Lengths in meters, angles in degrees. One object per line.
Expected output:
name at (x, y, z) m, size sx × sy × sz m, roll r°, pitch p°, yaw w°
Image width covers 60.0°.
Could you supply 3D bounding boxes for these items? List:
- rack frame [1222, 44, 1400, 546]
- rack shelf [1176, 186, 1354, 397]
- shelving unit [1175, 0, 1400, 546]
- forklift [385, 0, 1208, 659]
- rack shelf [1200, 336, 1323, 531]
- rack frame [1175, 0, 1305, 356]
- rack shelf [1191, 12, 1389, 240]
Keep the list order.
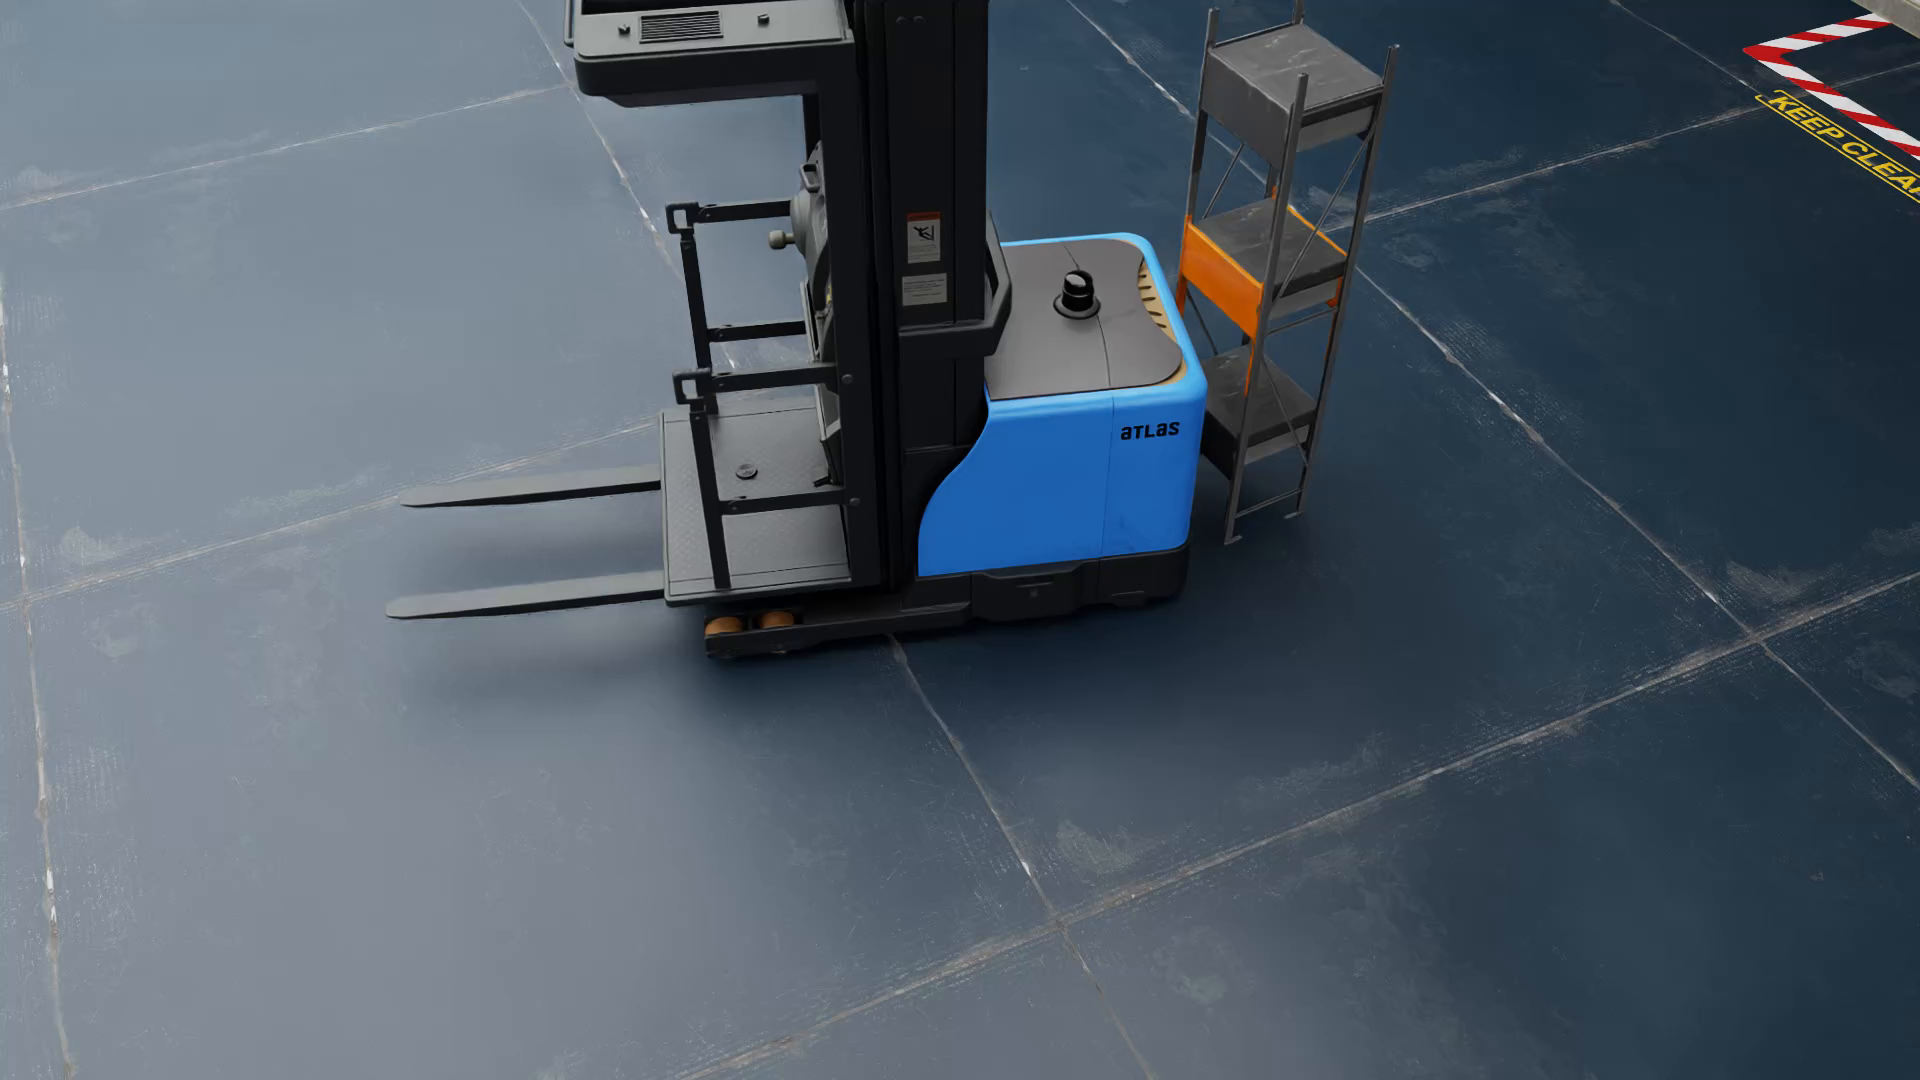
rack frame at (1.242, -0.790, 6.056) m, size 0.400 × 2.100 × 0.015 m, roll -21°, pitch 49°, yaw -20°
rack shelf at (1.124, -0.932, 6.217) m, size 0.431 × 0.518 × 0.480 m, roll -21°, pitch 49°, yaw -20°
shelving unit at (1.124, -0.942, 6.207) m, size 0.431 × 2.100 × 0.503 m, roll -21°, pitch 49°, yaw -20°
forklift at (-0.677, -0.993, 5.669) m, size 3.031 × 2.935 × 1.130 m, roll -6°, pitch 45°, yaw -6°
rack shelf at (1.122, -0.436, 6.711) m, size 0.431 × 0.518 × 0.480 m, roll -21°, pitch 49°, yaw -20°
rack frame at (1.007, -1.093, 6.358) m, size 0.400 × 2.100 × 0.015 m, roll -21°, pitch 49°, yaw -20°
rack shelf at (1.126, -1.428, 5.722) m, size 0.431 × 0.518 × 0.480 m, roll -21°, pitch 49°, yaw -20°
